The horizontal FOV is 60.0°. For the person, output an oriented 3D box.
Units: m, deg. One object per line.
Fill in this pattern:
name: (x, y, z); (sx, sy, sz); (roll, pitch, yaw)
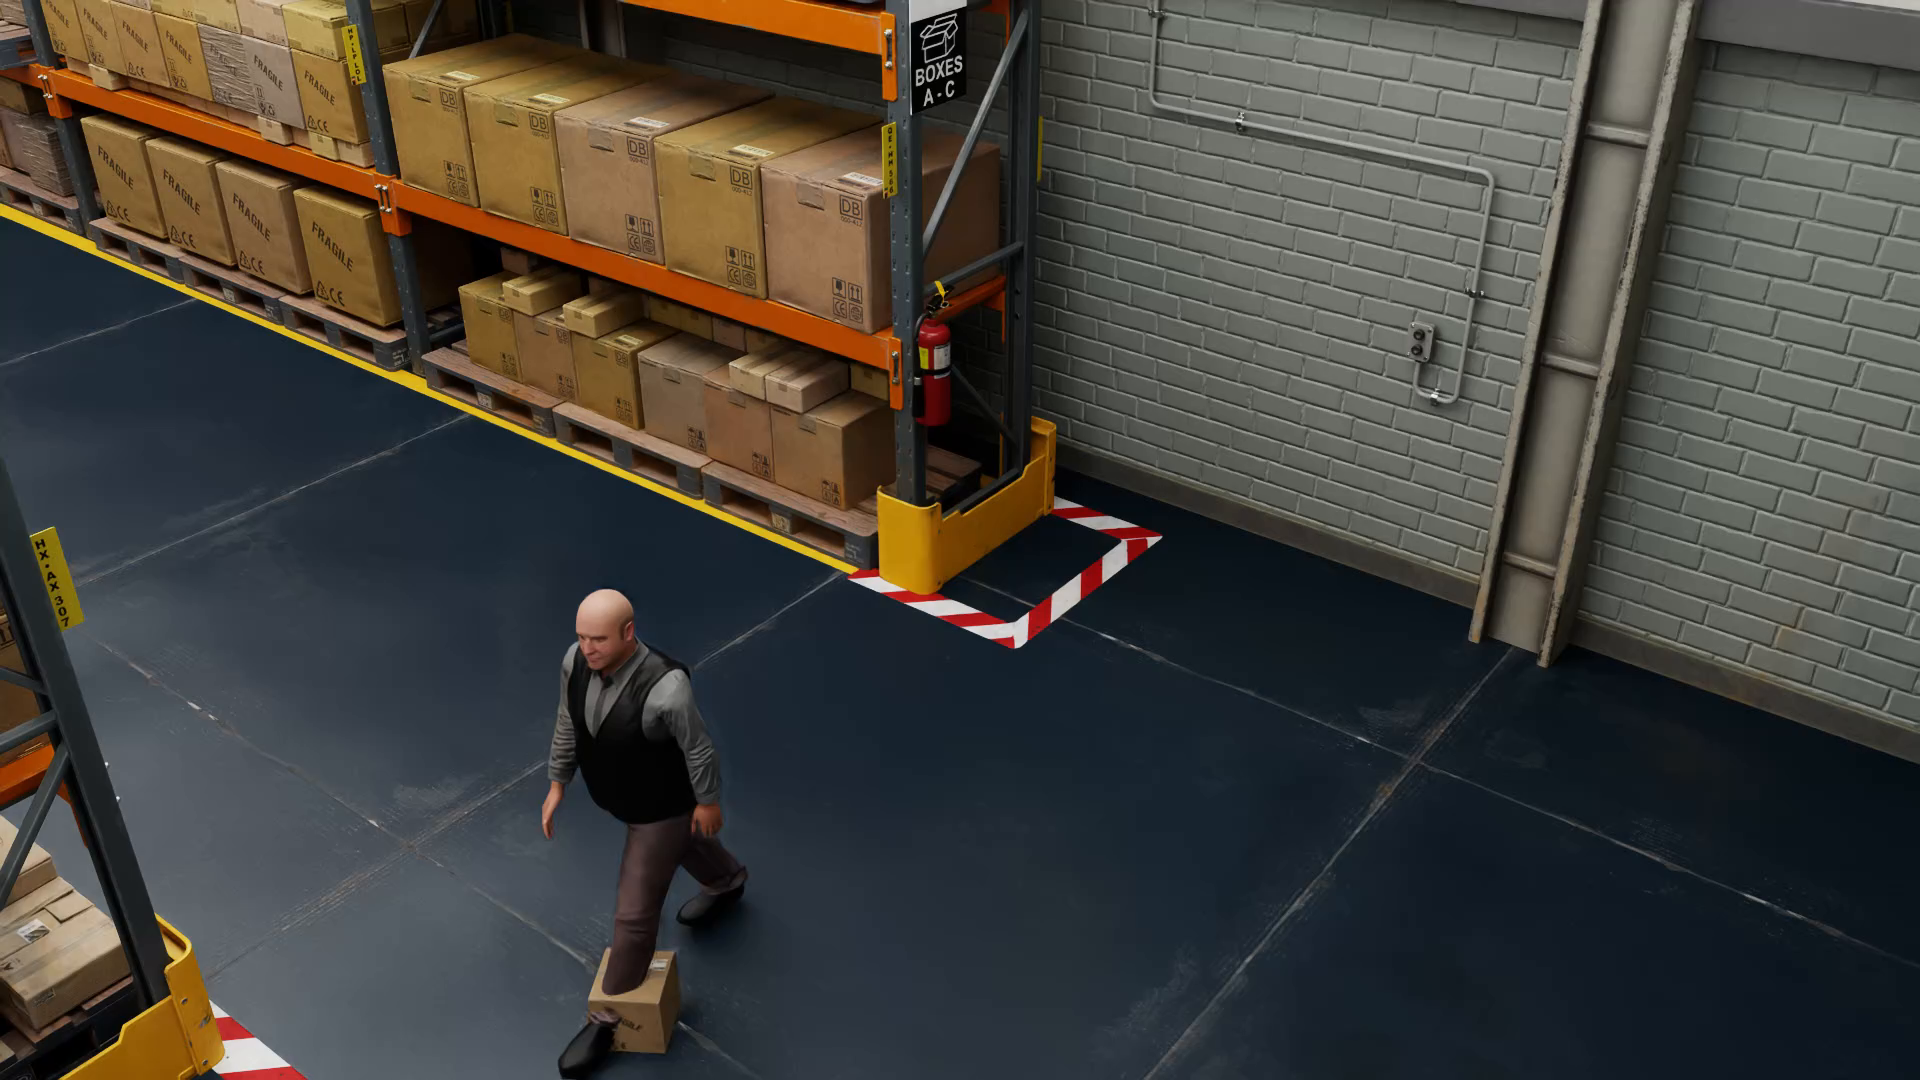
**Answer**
person: (-1.119, 0.880, 5.666); (0.556, 1.667, 1.045); (23, 38, 33)
